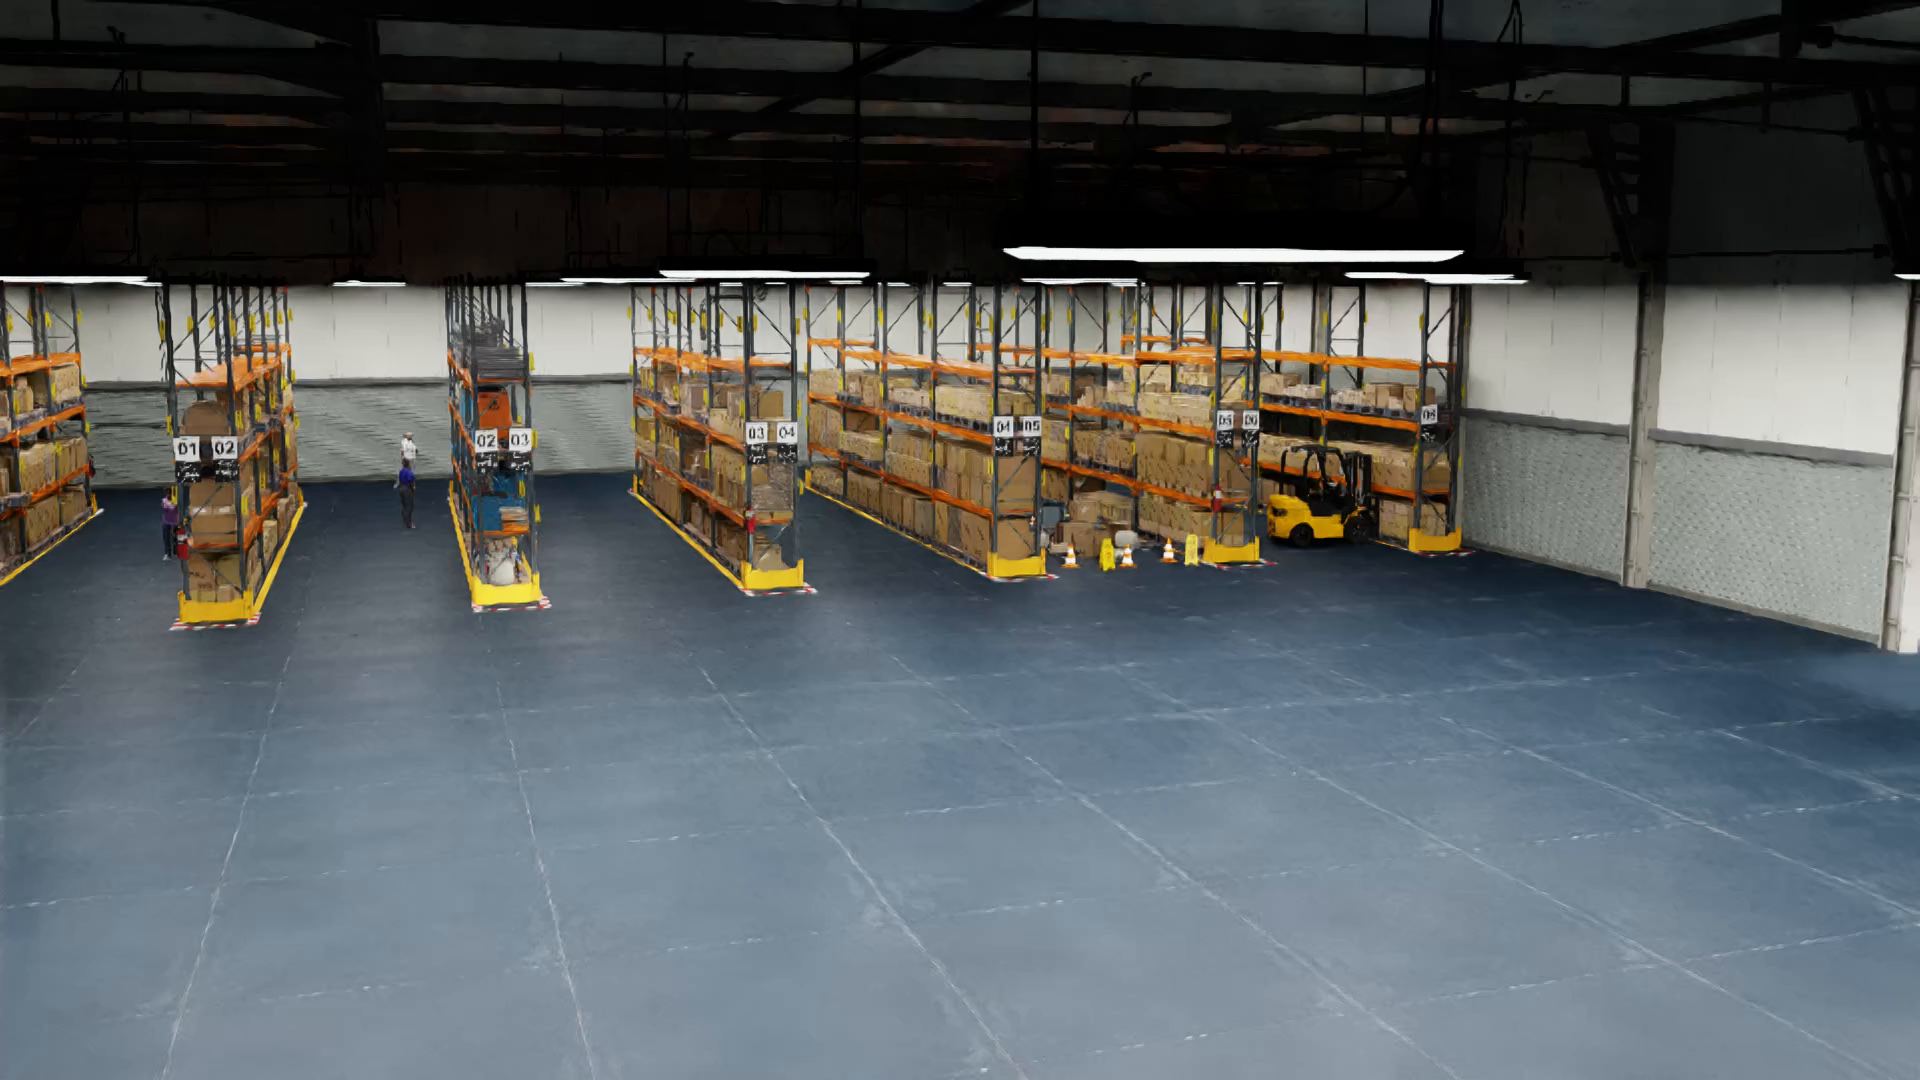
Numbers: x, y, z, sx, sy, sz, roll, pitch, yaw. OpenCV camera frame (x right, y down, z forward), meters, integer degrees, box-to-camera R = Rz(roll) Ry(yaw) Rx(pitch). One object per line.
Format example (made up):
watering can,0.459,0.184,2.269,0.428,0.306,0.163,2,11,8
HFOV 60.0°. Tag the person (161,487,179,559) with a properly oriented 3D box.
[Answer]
person,-16.800,-0.384,35.472,0.416,1.512,1.039,-3,9,-19

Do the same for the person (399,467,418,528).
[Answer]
person,-13.256,-1.034,40.020,0.472,1.465,0.414,7,11,40

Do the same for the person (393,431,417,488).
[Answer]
person,-16.012,-2.313,47.906,0.478,1.665,0.680,4,10,27

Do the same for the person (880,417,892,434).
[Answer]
person,-2.331,-2.962,51.834,0.608,1.767,0.635,3,9,17
